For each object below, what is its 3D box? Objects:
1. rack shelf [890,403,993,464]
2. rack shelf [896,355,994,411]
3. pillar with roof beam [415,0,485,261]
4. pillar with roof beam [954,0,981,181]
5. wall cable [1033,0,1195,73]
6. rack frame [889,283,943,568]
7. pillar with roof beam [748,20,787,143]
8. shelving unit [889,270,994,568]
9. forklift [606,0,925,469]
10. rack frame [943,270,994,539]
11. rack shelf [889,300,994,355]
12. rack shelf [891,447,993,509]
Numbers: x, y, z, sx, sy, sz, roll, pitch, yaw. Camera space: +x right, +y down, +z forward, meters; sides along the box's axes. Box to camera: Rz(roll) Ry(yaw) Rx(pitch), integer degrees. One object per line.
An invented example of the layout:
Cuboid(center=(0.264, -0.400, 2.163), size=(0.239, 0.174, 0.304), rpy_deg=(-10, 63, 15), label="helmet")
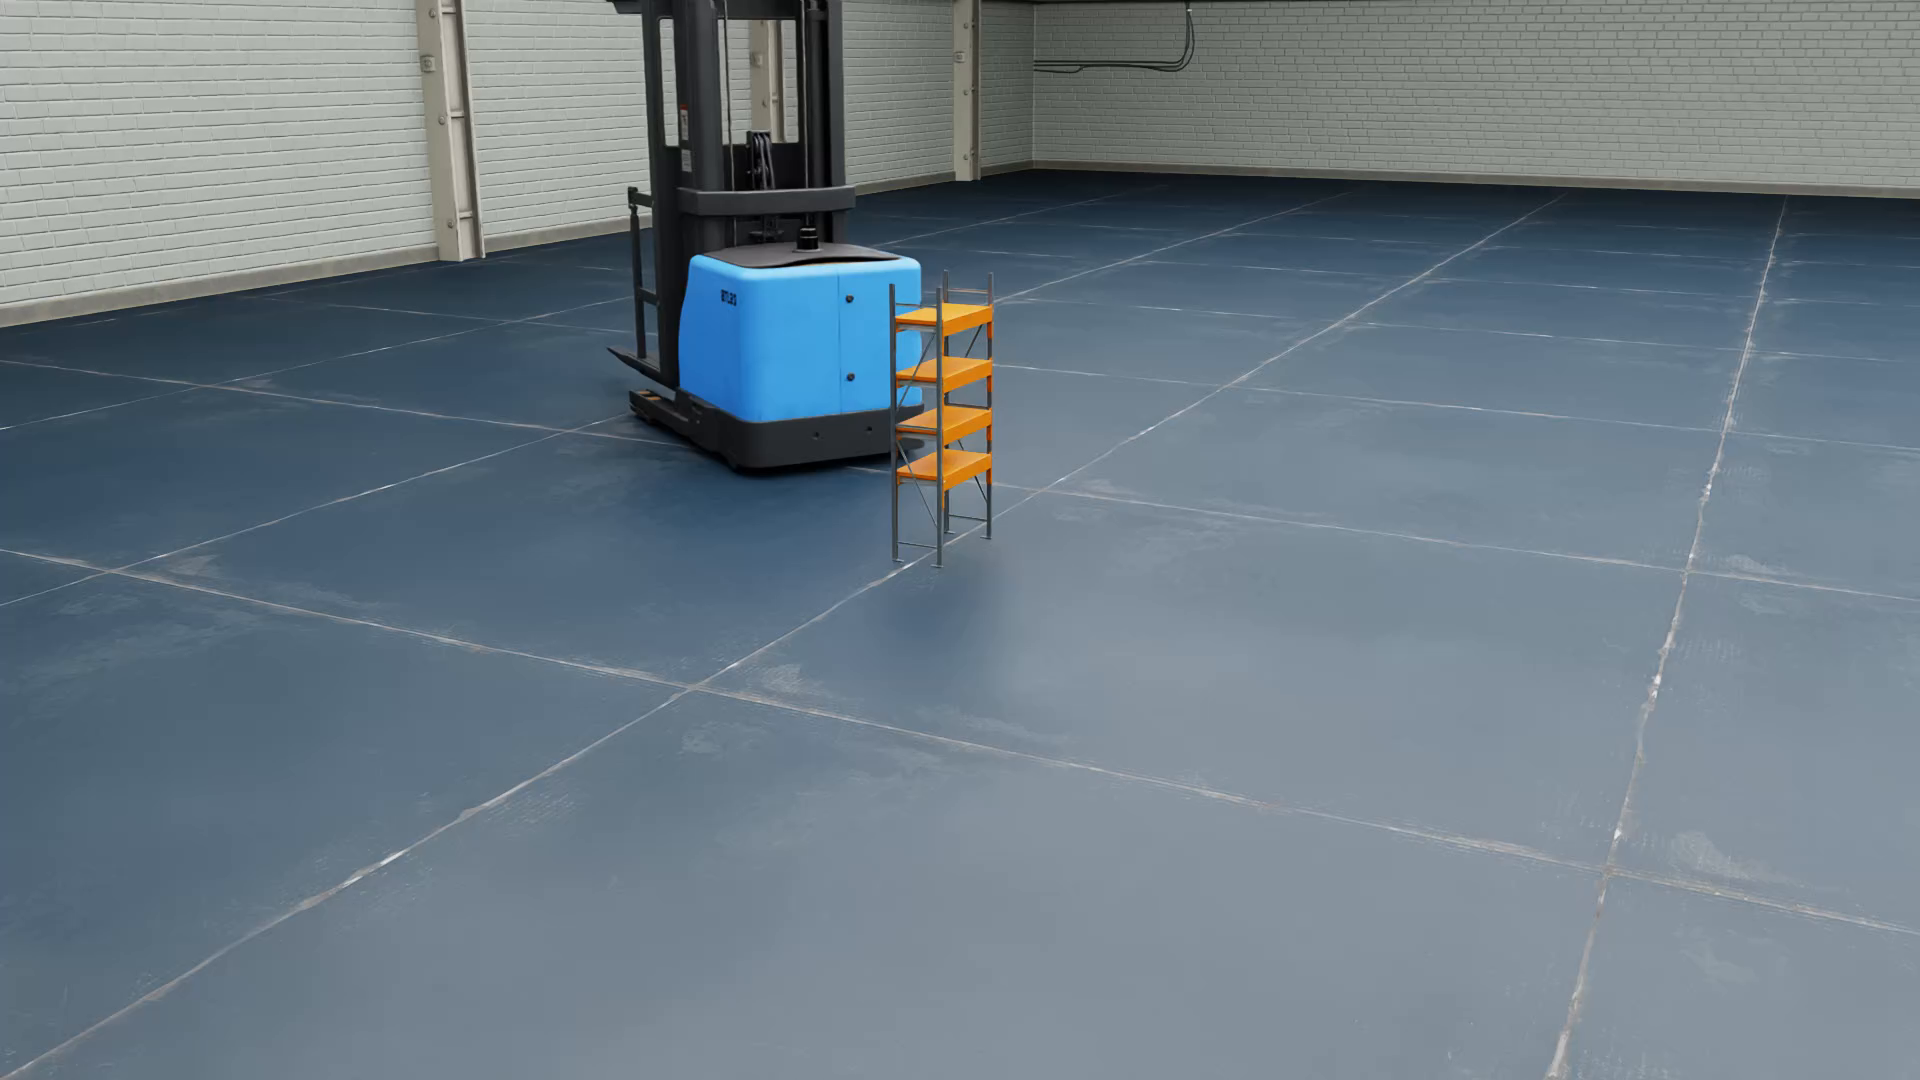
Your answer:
Cuboid(center=(-0.074, -0.469, 7.231), size=(0.258, 0.148, 0.480), rpy_deg=(8, 18, 25), label="rack shelf")
Cuboid(center=(-0.074, -0.683, 7.167), size=(0.258, 0.148, 0.480), rpy_deg=(8, 18, 25), label="rack shelf")
Cuboid(center=(-1.391, -6.727, 14.369), size=(9.100, 9.000, 0.400), rpy_deg=(8, 18, 25), label="pillar with roof beam")
Cuboid(center=(3.971, -9.784, 24.660), size=(9.100, 9.000, 0.400), rpy_deg=(8, 18, 25), label="pillar with roof beam")
Cuboid(center=(2.619, -9.425, 28.906), size=(3.097, 2.526, 0.112), rpy_deg=(8, 18, 25), label="wall cable")
Cuboid(center=(-0.183, -0.471, 7.002), size=(0.240, 1.200, 0.015), rpy_deg=(8, 18, 25), label="rack frame")
Cuboid(center=(1.290, -8.256, 19.515), size=(9.100, 9.000, 0.400), rpy_deg=(8, 18, 25), label="pillar with roof beam")
Cuboid(center=(-0.074, -0.533, 7.212), size=(0.258, 1.200, 0.503), rpy_deg=(8, 18, 25), label="shelving unit")
Cuboid(center=(-1.332, -2.143, 9.591), size=(1.130, 2.935, 3.031), rpy_deg=(-9, 19, -27), label="forklift")
Cuboid(center=(0.035, -0.595, 7.421), size=(0.240, 1.200, 0.015), rpy_deg=(8, 18, 25), label="rack frame")
Cuboid(center=(-0.074, -0.910, 7.100), size=(0.258, 0.148, 0.480), rpy_deg=(8, 18, 25), label="rack shelf")
Cuboid(center=(-0.074, -0.278, 7.287), size=(0.258, 0.148, 0.480), rpy_deg=(8, 18, 25), label="rack shelf")
